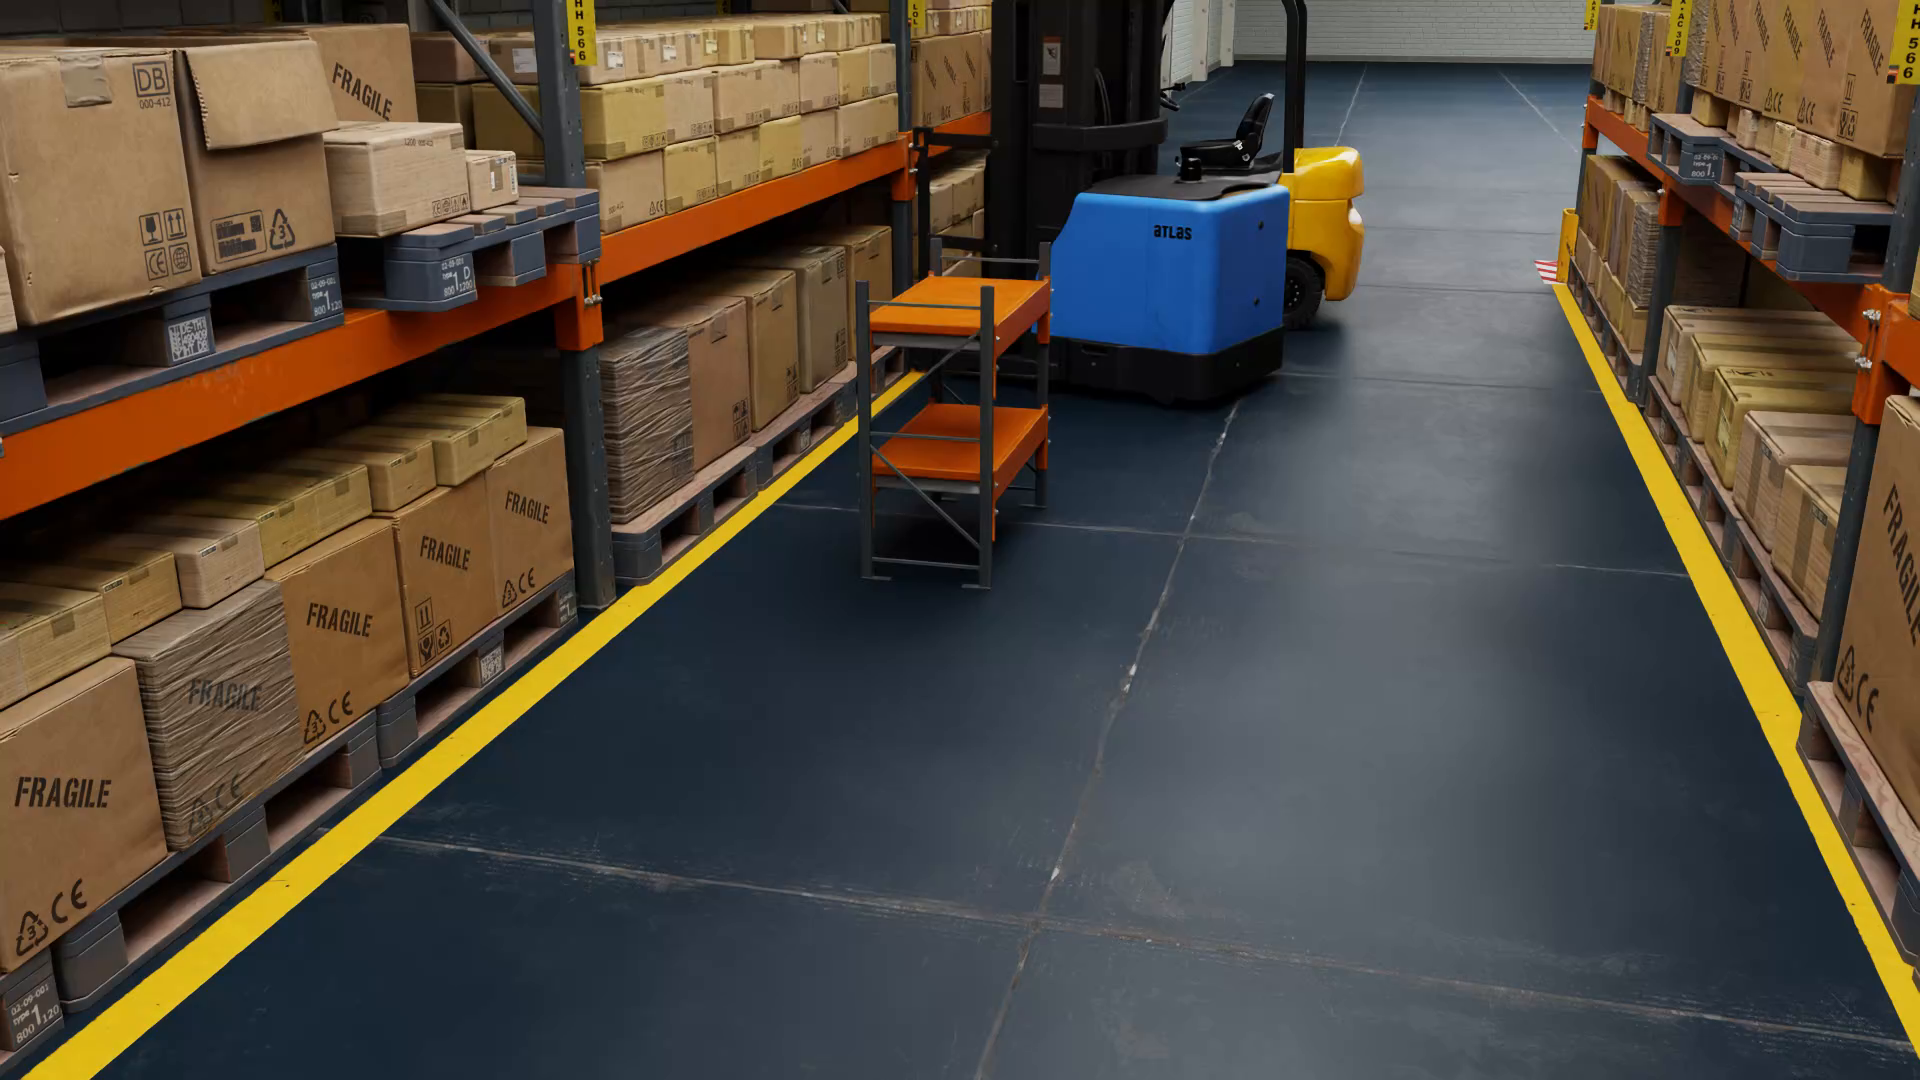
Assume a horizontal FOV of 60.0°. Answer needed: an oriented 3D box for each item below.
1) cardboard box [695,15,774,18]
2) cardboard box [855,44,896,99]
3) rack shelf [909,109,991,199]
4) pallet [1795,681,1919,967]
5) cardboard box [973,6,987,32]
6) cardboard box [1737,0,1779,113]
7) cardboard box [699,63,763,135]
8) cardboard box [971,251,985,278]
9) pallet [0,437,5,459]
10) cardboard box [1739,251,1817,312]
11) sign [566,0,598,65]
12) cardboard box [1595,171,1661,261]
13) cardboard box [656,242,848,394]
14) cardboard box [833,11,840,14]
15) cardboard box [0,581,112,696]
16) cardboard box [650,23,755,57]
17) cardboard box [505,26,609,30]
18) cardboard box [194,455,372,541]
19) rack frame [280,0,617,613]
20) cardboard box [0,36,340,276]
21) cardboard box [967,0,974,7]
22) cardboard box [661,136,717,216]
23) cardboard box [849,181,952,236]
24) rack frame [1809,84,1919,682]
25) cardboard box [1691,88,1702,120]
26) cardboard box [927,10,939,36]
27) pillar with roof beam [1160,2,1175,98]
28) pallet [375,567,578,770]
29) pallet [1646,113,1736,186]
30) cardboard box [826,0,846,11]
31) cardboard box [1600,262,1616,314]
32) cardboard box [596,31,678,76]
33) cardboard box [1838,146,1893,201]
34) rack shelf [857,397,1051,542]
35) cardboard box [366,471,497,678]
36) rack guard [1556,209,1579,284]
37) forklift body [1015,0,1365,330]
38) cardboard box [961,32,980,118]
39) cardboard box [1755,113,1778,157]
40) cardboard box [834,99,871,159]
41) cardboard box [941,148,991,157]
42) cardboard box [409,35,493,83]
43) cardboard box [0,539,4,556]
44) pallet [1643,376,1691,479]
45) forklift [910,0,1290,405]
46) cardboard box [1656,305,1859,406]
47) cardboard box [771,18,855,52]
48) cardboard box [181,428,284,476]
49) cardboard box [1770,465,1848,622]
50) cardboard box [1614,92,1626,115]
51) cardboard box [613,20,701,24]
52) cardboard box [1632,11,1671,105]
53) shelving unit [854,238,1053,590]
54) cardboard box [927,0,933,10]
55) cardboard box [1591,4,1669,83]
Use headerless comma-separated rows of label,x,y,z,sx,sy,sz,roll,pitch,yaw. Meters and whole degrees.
cardboard box,-1.179,-2.653,8.656,0.380,0.149,0.250,4,19,12
cardboard box,-0.640,-2.463,8.717,0.500,0.250,0.500,4,19,12
rack shelf,-0.280,-2.758,11.235,1.077,0.370,4.000,5,19,13
pallet,2.803,0.734,4.213,1.003,0.211,1.213,5,19,13
cardboard box,-0.038,-3.388,10.808,0.380,0.149,0.250,4,19,12
cardboard box,3.282,-1.871,6.259,0.500,0.500,0.500,4,19,11
cardboard box,-1.131,-1.823,6.842,0.500,0.250,0.500,4,19,12
cardboard box,-0.110,-1.817,10.972,0.500,0.250,0.500,5,19,14
pallet,-2.422,-0.115,2.681,1.003,0.211,1.213,5,19,13
cardboard box,4.452,-1.497,8.874,0.500,0.500,0.500,6,20,16
sign,-1.217,-1.689,5.322,0.100,0.325,0.005,5,19,13
cardboard box,4.299,-2.028,10.428,0.500,0.500,0.500,5,19,14
cardboard box,-1.082,-1.140,8.408,0.875,0.625,0.625,4,19,13
cardboard box,-0.911,-3.028,9.755,0.380,0.149,0.250,4,19,12
cardboard box,-2.119,0.207,3.654,0.380,0.149,0.250,5,20,15
cardboard box,-1.107,-2.143,7.164,0.380,0.149,0.250,5,19,13
cardboard box,-1.653,-2.016,6.790,0.380,0.149,0.250,5,19,13
cardboard box,-1.873,-0.120,4.612,0.380,0.149,0.250,5,20,15
rack frame,-1.746,-1.218,5.613,1.000,3.000,0.127,5,19,13
cardboard box,-1.965,-0.939,3.988,0.797,0.503,0.637,4,19,12
cardboard box,-0.121,-3.533,10.772,0.380,0.149,0.250,5,19,14
cardboard box,-1.273,-1.424,6.448,0.500,0.250,0.500,4,19,12
cardboard box,-0.346,-1.969,9.870,0.500,0.250,0.500,4,19,13
rack frame,3.069,-0.827,4.469,1.000,3.000,0.127,5,19,13
cardboard box,3.604,-2.012,7.678,0.380,0.149,0.250,5,19,14
cardboard box,-0.337,-3.070,9.878,0.380,0.149,0.250,5,19,13
pillar with roof beam,7.737,-11.719,27.076,9.100,9.000,0.400,5,19,13
pallet,-1.965,0.333,5.387,1.003,0.211,1.213,5,19,13
pallet,3.718,-1.762,7.503,1.003,0.211,1.213,5,19,13
cardboard box,-0.882,-3.166,9.698,0.380,0.149,0.250,4,19,12
cardboard box,4.179,-1.512,10.077,0.500,0.250,0.500,5,19,14
cardboard box,-1.280,-1.815,6.203,0.380,0.149,0.250,5,20,15
cardboard box,2.916,-1.118,5.059,0.380,0.149,0.250,5,19,14
rack shelf,-0.002,-0.299,6.579,0.538,0.278,1.000,5,19,13
cardboard box,-1.773,0.072,5.054,0.500,0.500,0.500,4,19,13
rack guard,5.005,-2.128,12.144,1.175,0.500,0.348,5,19,13
forklift body,1.515,-2.585,10.929,2.313,2.155,1.214,5,19,13
cardboard box,-0.173,-2.961,10.561,0.500,0.500,0.500,4,19,13
cardboard box,3.222,-1.520,6.237,0.380,0.149,0.250,4,19,12
cardboard box,-0.755,-2.064,8.322,0.500,0.250,0.500,5,19,13
cardboard box,0.166,-2.608,11.739,0.500,0.250,0.500,5,19,14
cardboard box,-1.862,-1.690,5.837,0.380,0.149,0.250,5,20,15
cardboard box,-2.547,0.089,4.001,0.380,0.149,0.250,4,19,11
pallet,3.857,-0.517,7.875,1.003,0.211,1.213,5,19,13
forklift,0.298,-2.438,9.291,3.031,2.935,1.130,12,22,32
cardboard box,3.920,-0.872,8.014,0.950,0.372,0.625,5,19,14
cardboard box,-0.729,-2.454,8.072,0.380,0.149,0.250,4,19,12
cardboard box,-2.249,-0.237,4.953,0.380,0.149,0.250,5,19,14
cardboard box,3.216,0.041,5.342,0.950,0.372,0.625,3,19,10
cardboard box,4.411,-2.809,10.659,0.380,0.149,0.250,5,20,15
cardboard box,-1.425,-2.337,7.732,0.380,0.149,0.250,5,19,13
cardboard box,4.155,-2.753,9.491,0.500,0.500,0.500,5,20,15
shelving unit,-0.002,-0.530,6.500,0.538,1.125,1.048,5,19,13
cardboard box,-0.373,-3.213,9.835,0.380,0.149,0.250,4,19,12
cardboard box,4.638,-3.396,11.375,0.500,0.500,0.500,4,19,13
